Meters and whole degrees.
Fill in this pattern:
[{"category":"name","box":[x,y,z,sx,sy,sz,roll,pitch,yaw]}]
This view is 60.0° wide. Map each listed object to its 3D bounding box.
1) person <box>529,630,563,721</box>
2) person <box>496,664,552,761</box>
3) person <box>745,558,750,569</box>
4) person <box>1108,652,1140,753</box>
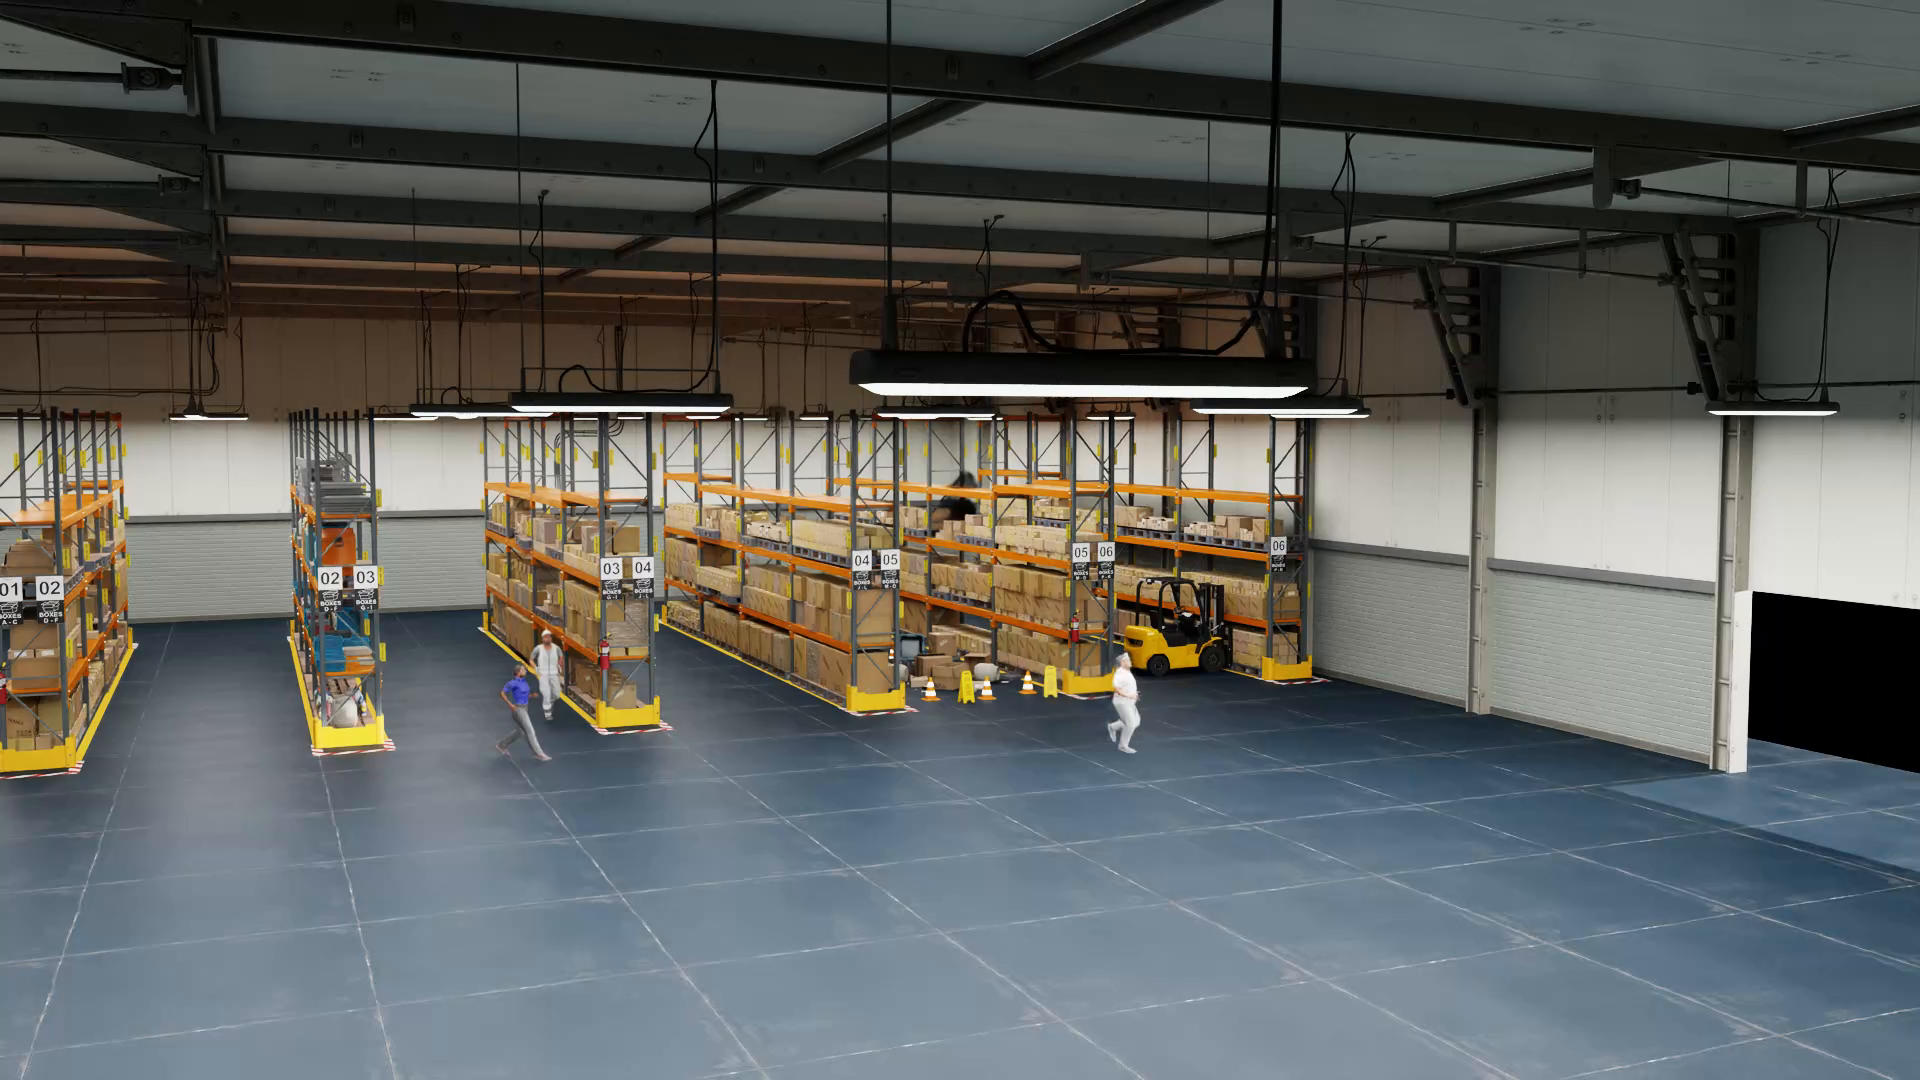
[{"category":"person","box":[-7.974,2.604,32.119,0.655,1.738,0.623,-2,4,-26]},{"category":"person","box":[-7.400,2.906,28.126,1.005,1.620,0.594,0,4,2]},{"category":"person","box":[-6.379,1.385,49.937,0.849,1.715,0.670,-2,4,-27]},{"category":"person","box":[2.859,2.827,29.055,0.627,1.753,0.697,2,4,21]}]
